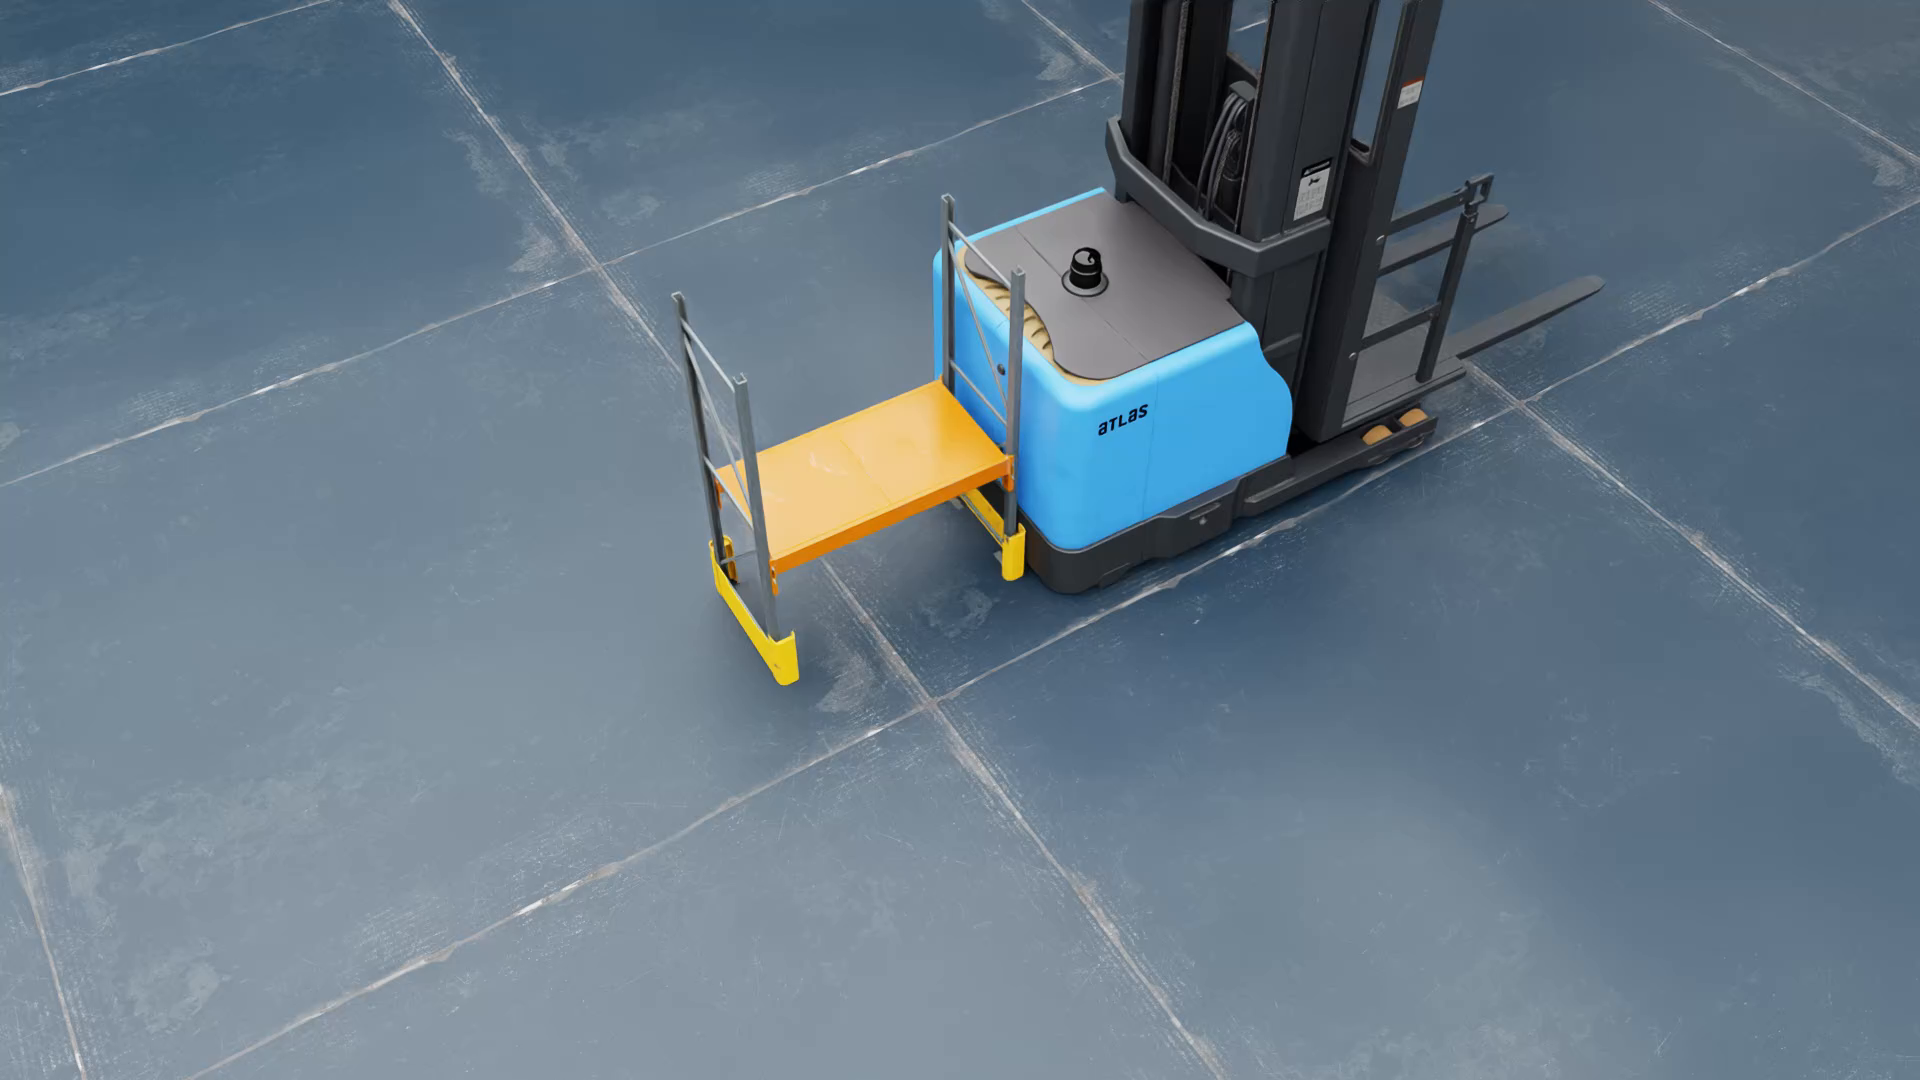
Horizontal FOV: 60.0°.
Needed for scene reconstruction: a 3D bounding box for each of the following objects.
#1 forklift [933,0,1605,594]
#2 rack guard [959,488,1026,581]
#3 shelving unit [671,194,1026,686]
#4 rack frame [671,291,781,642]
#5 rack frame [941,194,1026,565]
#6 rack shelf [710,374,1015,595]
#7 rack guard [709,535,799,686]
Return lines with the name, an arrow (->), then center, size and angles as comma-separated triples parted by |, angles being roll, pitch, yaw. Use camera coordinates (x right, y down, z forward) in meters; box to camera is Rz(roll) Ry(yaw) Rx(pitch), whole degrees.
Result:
forklift -> 1.413, -1.607, 6.164 | 3.031, 2.935, 1.130 | -24, 53, -20
rack guard -> 0.074, -0.119, 6.634 | 0.087, 0.250, 0.587 | -24, 53, -20
shelving unit -> -0.353, -0.343, 5.997 | 1.083, 1.500, 0.587 | -24, 53, -20
rack frame -> -0.797, -0.145, 5.820 | 0.032, 1.500, 0.500 | -24, 53, -20
rack frame -> 0.075, -0.535, 6.168 | 0.032, 1.500, 0.500 | -24, 53, -20
rack shelf -> -0.361, -0.220, 6.128 | 1.000, 0.185, 0.538 | -24, 53, -20
rack guard -> -0.780, 0.263, 6.293 | 0.087, 0.250, 0.587 | -24, 53, -20
